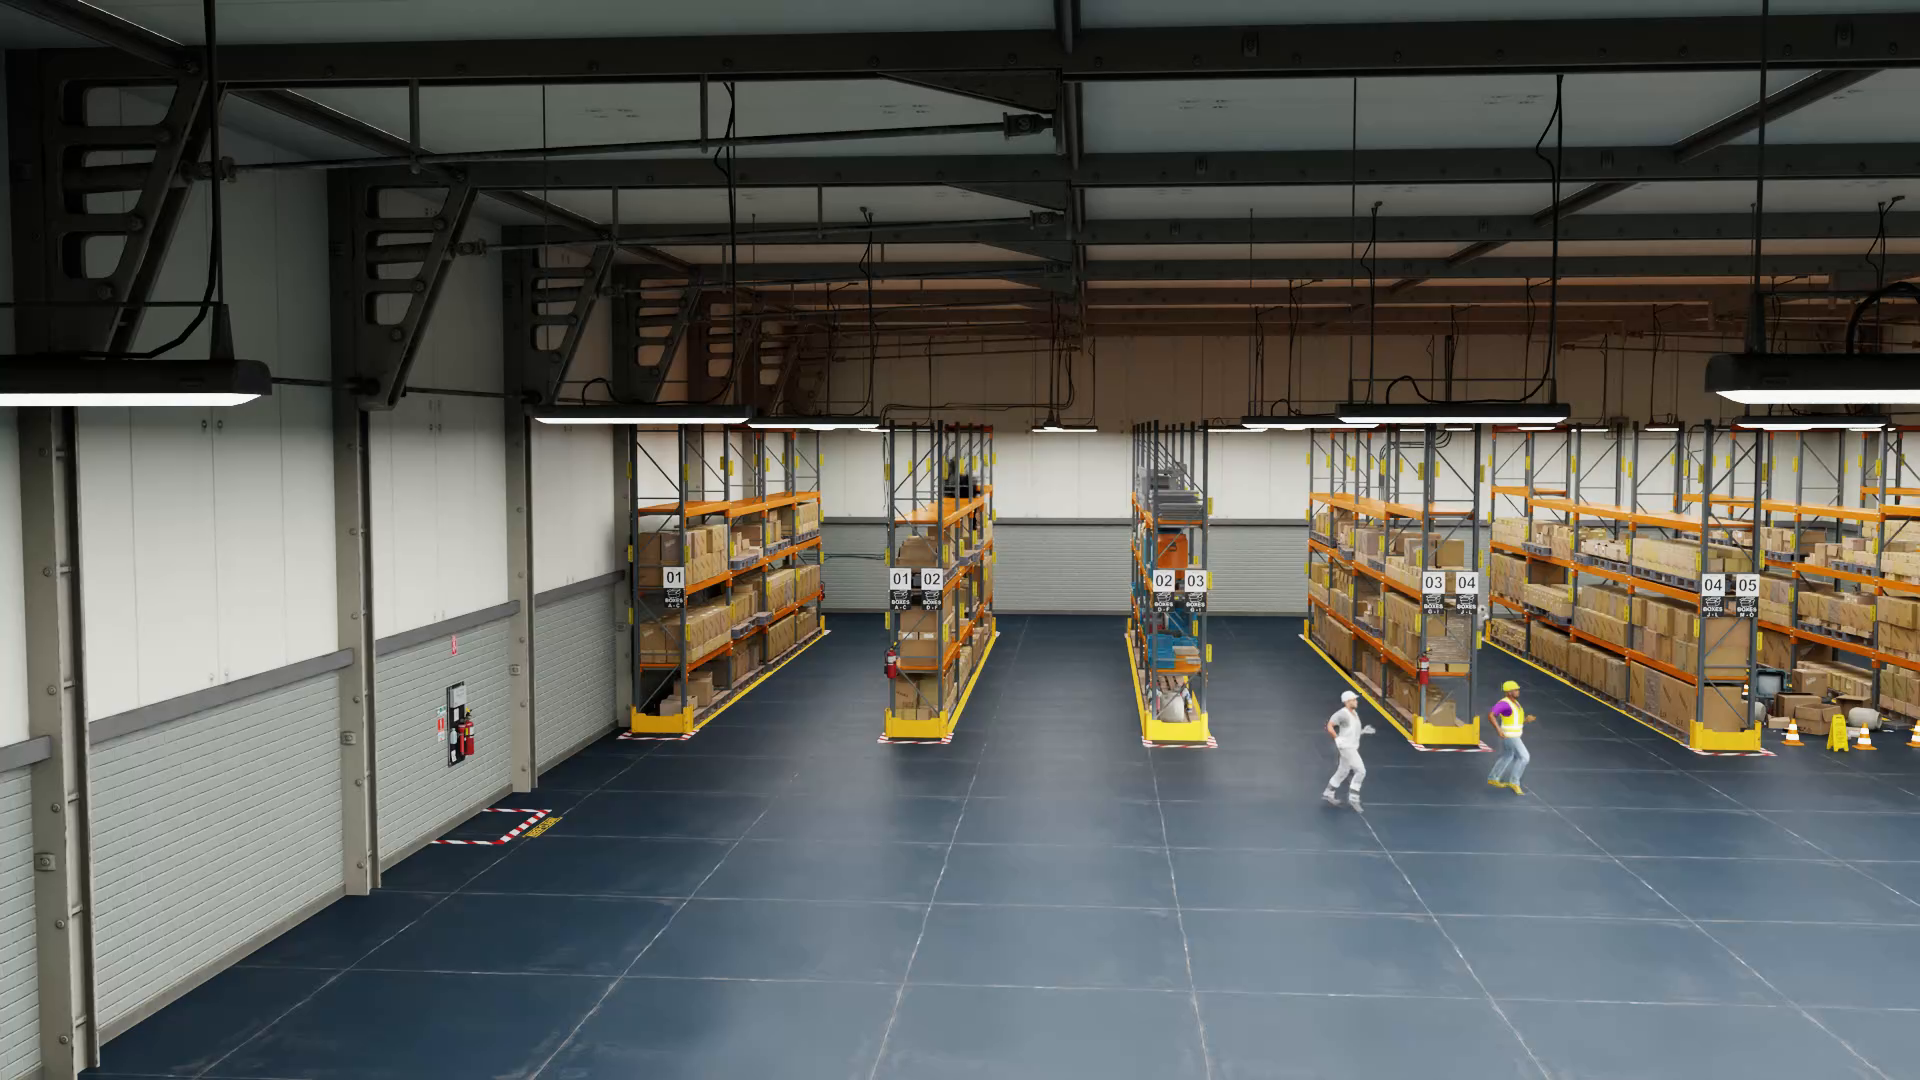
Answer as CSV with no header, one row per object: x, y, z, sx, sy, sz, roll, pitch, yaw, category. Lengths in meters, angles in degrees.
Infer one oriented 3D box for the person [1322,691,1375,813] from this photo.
5.929,3.225,25.409,0.784,1.846,0.631,2,4,26,person

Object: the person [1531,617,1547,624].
16.558,1.917,47.419,0.697,1.721,0.573,0,4,6,person

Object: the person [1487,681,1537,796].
8.808,3.163,26.557,0.751,1.823,0.669,2,4,29,person

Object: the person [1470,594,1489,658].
13.117,2.212,42.190,0.583,1.695,0.678,0,4,0,person
